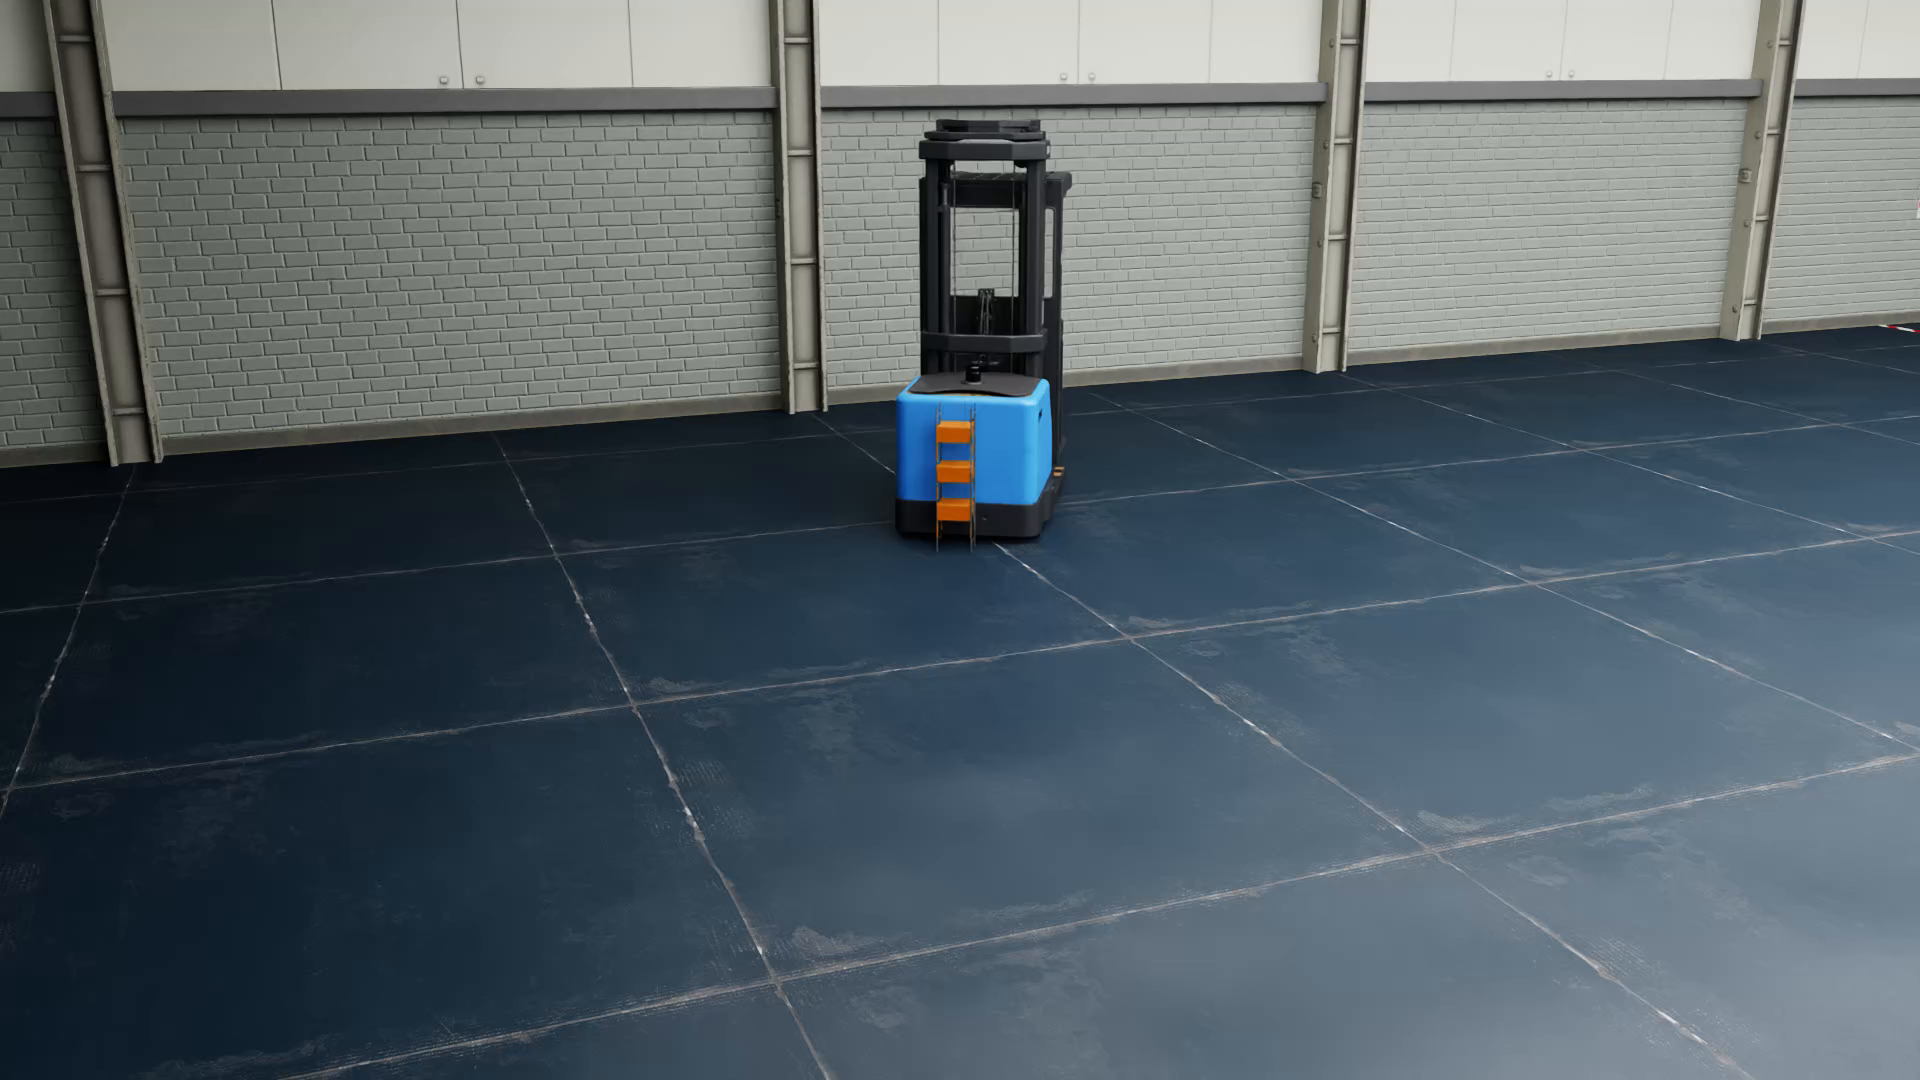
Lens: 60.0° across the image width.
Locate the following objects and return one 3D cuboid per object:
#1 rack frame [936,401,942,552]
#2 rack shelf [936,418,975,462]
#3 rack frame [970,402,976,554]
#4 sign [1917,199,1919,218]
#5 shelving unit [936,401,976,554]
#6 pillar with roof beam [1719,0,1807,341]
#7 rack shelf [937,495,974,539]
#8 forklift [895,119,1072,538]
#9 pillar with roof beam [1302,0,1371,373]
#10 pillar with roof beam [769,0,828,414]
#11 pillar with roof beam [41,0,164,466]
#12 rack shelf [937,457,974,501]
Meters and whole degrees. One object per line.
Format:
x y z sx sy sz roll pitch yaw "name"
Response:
-0.150 -0.444 11.749 0.008 1.050 0.200 2 17 8 "rack frame"
-0.030 -0.702 11.654 0.240 0.259 0.215 2 17 8 "rack shelf"
0.091 -0.434 11.714 0.008 1.050 0.200 2 17 8 "rack frame"
12.391 -4.298 21.347 0.234 0.329 0.001 -6 17 -20 "sign"
-0.030 -0.439 11.731 0.252 1.050 0.215 2 17 8 "shelving unit"
11.203 -5.689 15.501 0.400 9.000 9.100 -6 17 -20 "pillar with roof beam"
-0.030 -0.163 11.813 0.240 0.259 0.215 2 17 8 "rack shelf"
0.274 -1.795 13.008 1.130 2.935 3.031 3 17 9 "forklift"
5.600 -5.084 13.441 0.400 9.000 9.100 -6 17 -20 "pillar with roof beam"
-0.003 -4.480 11.381 0.400 9.000 9.100 -6 17 -20 "pillar with roof beam"
-5.605 -3.875 9.322 0.400 9.000 9.100 -6 17 -20 "pillar with roof beam"
-0.030 -0.429 11.734 0.240 0.259 0.215 2 17 8 "rack shelf"
